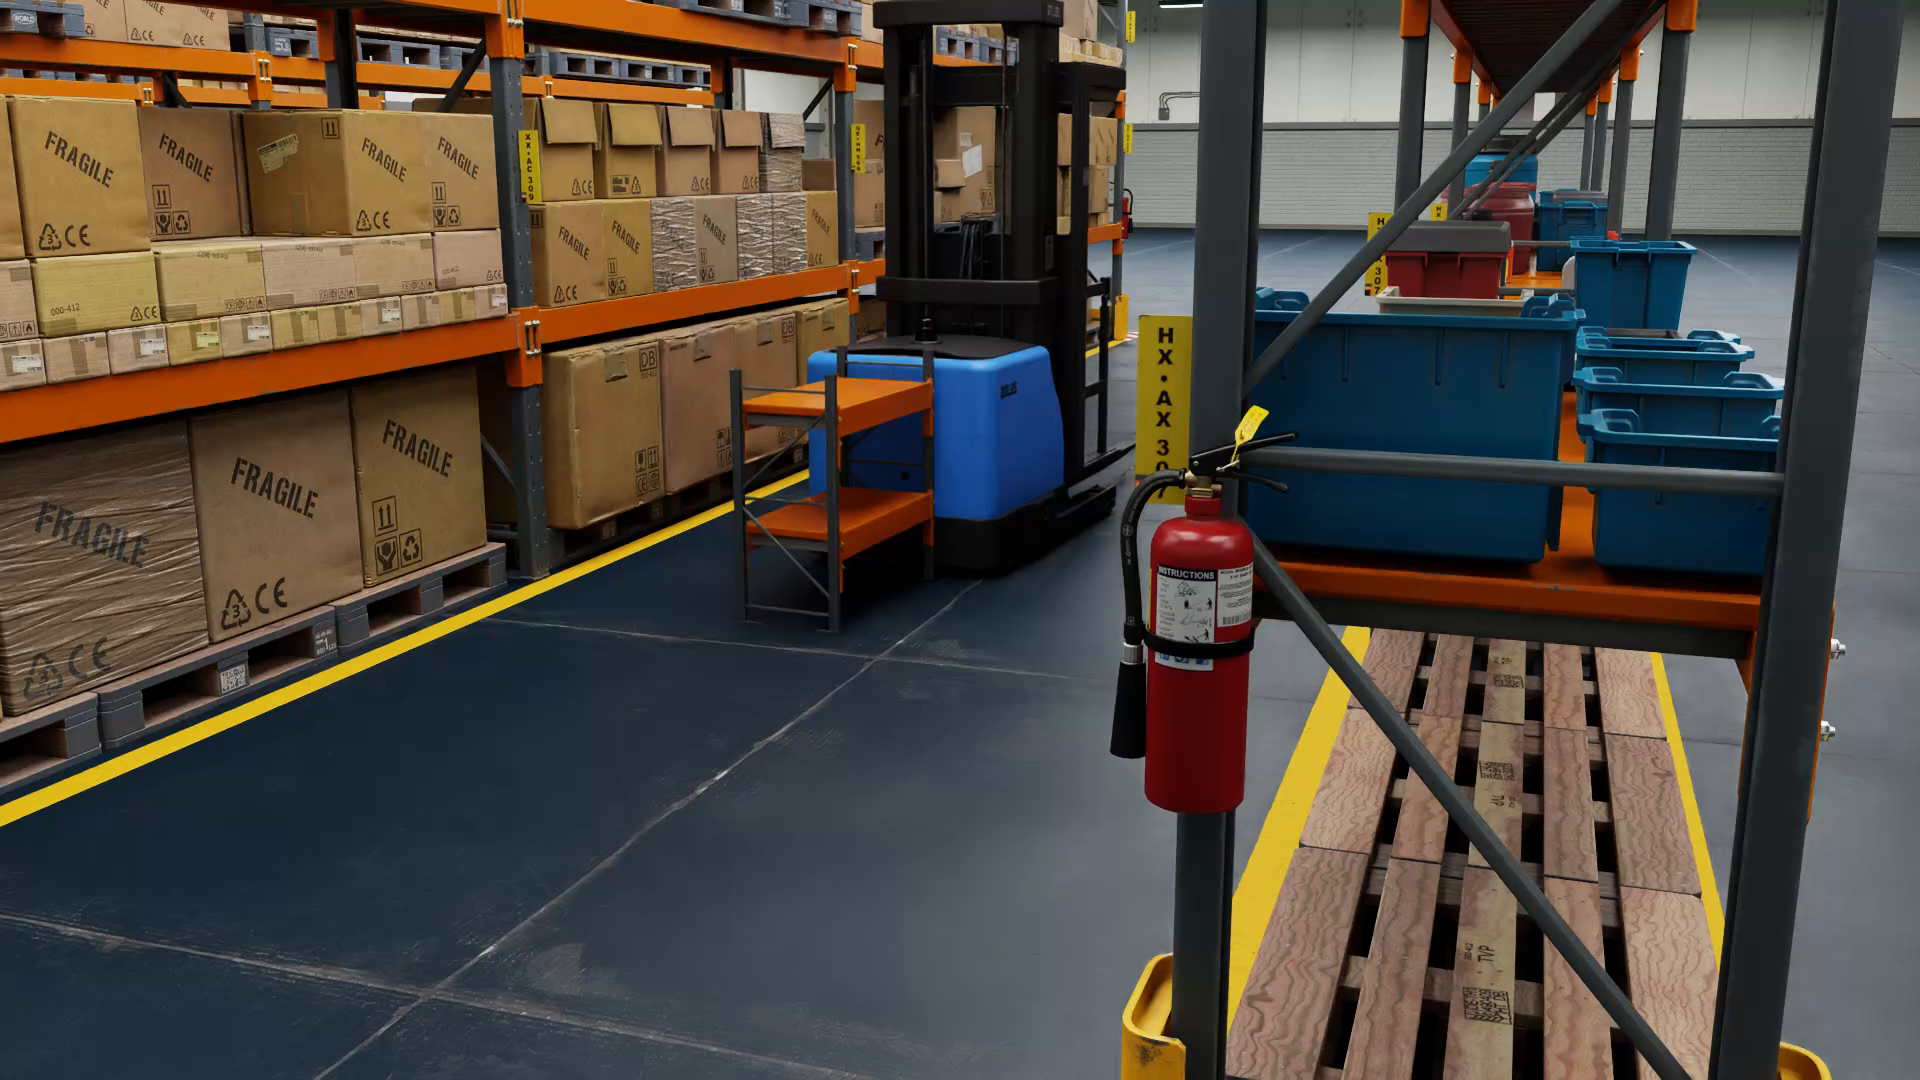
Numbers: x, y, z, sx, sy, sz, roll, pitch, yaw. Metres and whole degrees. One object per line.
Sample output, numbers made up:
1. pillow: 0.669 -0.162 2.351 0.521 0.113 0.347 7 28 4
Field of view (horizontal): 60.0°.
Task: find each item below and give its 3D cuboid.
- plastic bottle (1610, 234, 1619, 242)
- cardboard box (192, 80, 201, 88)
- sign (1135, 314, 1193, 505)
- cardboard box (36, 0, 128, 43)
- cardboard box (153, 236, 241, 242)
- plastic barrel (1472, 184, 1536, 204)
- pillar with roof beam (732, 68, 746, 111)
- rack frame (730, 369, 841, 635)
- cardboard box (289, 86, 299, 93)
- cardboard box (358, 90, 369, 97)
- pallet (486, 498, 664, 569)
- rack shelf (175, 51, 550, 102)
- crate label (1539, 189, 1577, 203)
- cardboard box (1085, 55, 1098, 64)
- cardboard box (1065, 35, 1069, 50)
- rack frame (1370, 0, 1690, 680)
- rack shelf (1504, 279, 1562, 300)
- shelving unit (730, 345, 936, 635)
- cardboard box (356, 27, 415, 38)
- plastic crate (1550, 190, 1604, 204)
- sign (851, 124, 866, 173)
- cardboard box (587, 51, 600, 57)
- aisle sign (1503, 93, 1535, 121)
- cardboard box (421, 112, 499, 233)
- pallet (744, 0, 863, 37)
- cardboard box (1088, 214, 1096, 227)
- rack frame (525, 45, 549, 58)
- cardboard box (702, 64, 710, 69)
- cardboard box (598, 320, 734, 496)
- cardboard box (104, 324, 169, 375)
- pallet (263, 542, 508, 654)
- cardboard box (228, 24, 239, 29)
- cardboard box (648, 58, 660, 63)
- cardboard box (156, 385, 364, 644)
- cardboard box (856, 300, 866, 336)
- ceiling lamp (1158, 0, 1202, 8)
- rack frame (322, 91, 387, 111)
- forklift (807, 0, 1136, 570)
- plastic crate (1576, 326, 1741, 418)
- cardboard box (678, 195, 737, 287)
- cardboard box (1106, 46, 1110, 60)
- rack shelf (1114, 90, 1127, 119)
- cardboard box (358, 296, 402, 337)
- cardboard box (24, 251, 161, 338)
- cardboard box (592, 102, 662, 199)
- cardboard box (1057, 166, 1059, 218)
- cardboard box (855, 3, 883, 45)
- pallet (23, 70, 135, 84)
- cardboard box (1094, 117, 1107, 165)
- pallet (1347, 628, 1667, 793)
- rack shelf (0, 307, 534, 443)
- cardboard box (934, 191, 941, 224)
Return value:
1. plastic bottle: 3.176 -1.313 8.109 0.144 0.351 0.185 4 14 18
2. cardboard box: -8.856 -5.202 18.863 0.380 0.149 0.250 4 14 18
3. sign: 0.352 -0.222 2.853 0.100 0.325 0.005 4 14 18
4. cardboard box: -6.140 -3.687 11.436 0.500 0.500 0.500 4 14 18
5. cardboard box: -3.242 -1.083 6.661 0.500 0.250 0.500 5 14 20
6. plastic barrel: 3.866 -2.268 11.878 0.433 0.535 0.433 0 13 0
7. pillar with roof beam: -1.946 -12.488 43.480 9.100 9.000 0.548 4 14 18
8. rack frame: -0.752 -0.163 7.174 0.500 1.125 0.032 5 14 22
9. cardboard box: -8.300 -5.522 20.265 0.380 0.149 0.250 4 13 17
10. cardboard box: -7.859 -5.790 21.438 0.380 0.149 0.250 4 14 19
11. pallet: -2.336 -0.114 9.011 1.003 0.211 1.213 4 14 18
12. rack shelf: -5.233 -4.059 14.904 1.077 0.370 4.000 4 14 18
13. crate label: 5.715 -3.085 15.686 0.502 0.435 0.616 4 14 18
14. cardboard box: 1.120 -4.889 17.262 0.500 0.250 0.500 5 14 20
15. cardboard box: 0.857 -4.897 16.401 0.380 0.149 0.250 4 13 17
16. rack frame: 2.172 -0.949 6.403 1.000 3.000 0.127 4 14 18
17. rack shelf: 2.820 -1.019 8.328 1.077 0.370 4.000 4 14 18
18. shelving unit: -0.556 -0.267 7.631 0.538 1.125 1.048 5 14 22
19. cardboard box: -5.110 -4.548 14.465 0.500 0.311 0.500 4 13 17
20. plastic crate: 4.894 -2.540 13.232 0.402 0.464 0.583 4 14 18
21. sign: -0.694 -2.673 11.354 0.100 0.325 0.005 4 14 18
22. cardboard box: -3.983 -5.121 17.337 0.380 0.149 0.250 4 14 18
23. aisle sign: 5.801 -4.779 17.342 0.394 0.787 0.004 4 14 18
24. cardboard box: -2.410 -1.627 7.357 0.500 0.500 0.500 5 14 20
25. pallet: -1.378 -3.378 10.732 1.213 0.211 1.003 5 14 21
26. cardboard box: 1.262 -3.474 18.032 0.380 0.149 0.250 4 14 18
27. rack frame: -4.586 -6.293 16.335 1.000 3.000 0.127 4 14 18
28. cardboard box: -3.161 -5.656 19.683 0.380 0.149 0.250 4 14 19
29. cardboard box: -2.038 -0.798 9.576 1.225 0.875 0.875 4 13 16
30. cardboard box: -2.968 -0.662 5.714 0.380 0.149 0.250 4 14 18
31. pallet: -2.834 0.209 7.599 1.003 0.211 1.213 4 14 18
32. cardboard box: -5.895 -4.270 13.569 0.380 0.166 0.250 4 14 18
33. cardboard box: -3.573 -5.388 18.509 0.380 0.149 0.250 5 14 19
34. cardboard box: -3.095 -0.151 6.741 0.875 0.875 0.875 4 14 18
35. cardboard box: -1.032 -1.652 12.428 0.500 0.250 0.500 5 14 21
36. ceiling lamp: 6.159 -15.220 42.329 2.000 3.185 0.800 4 14 18
37. rack frame: -8.008 -4.545 22.161 1.000 3.000 0.127 4 14 18
38. forklift: 0.259 -1.567 9.268 1.130 2.935 3.031 5 14 22
39. plastic crate: 1.793 -0.423 4.340 0.416 0.233 0.300 4 14 18
40. cardboard box: -1.642 -1.753 9.703 0.500 0.500 0.500 5 14 19
41. cardboard box: 1.394 -5.223 17.829 0.380 0.149 0.250 4 13 16
42. rack shelf: 0.721 -4.522 16.936 1.077 0.370 4.000 4 14 18
43. cardboard box: -2.552 -0.932 6.897 0.380 0.149 0.250 5 14 19
44. cardboard box: -3.070 -0.832 5.561 0.500 0.250 0.500 4 13 17
45. cardboard box: -2.082 -2.122 9.064 0.797 0.503 0.637 5 14 19
46. cardboard box: 0.474 -3.376 16.147 0.875 0.500 0.500 4 14 18
47. cardboard box: -0.827 -3.617 11.691 0.500 0.250 0.500 5 14 19
48. pallet: -9.603 -4.952 17.622 1.213 0.211 1.003 4 14 18
49. cardboard box: 1.268 -4.274 17.831 0.500 0.500 0.500 4 14 18
50. pallet: 1.971 0.569 6.023 1.003 0.211 1.213 4 14 18
51. rack shelf: -3.161 -0.533 6.200 1.077 0.370 4.000 4 14 18
52. cardboard box: -0.460 -2.615 13.099 0.500 0.250 0.500 4 13 17
